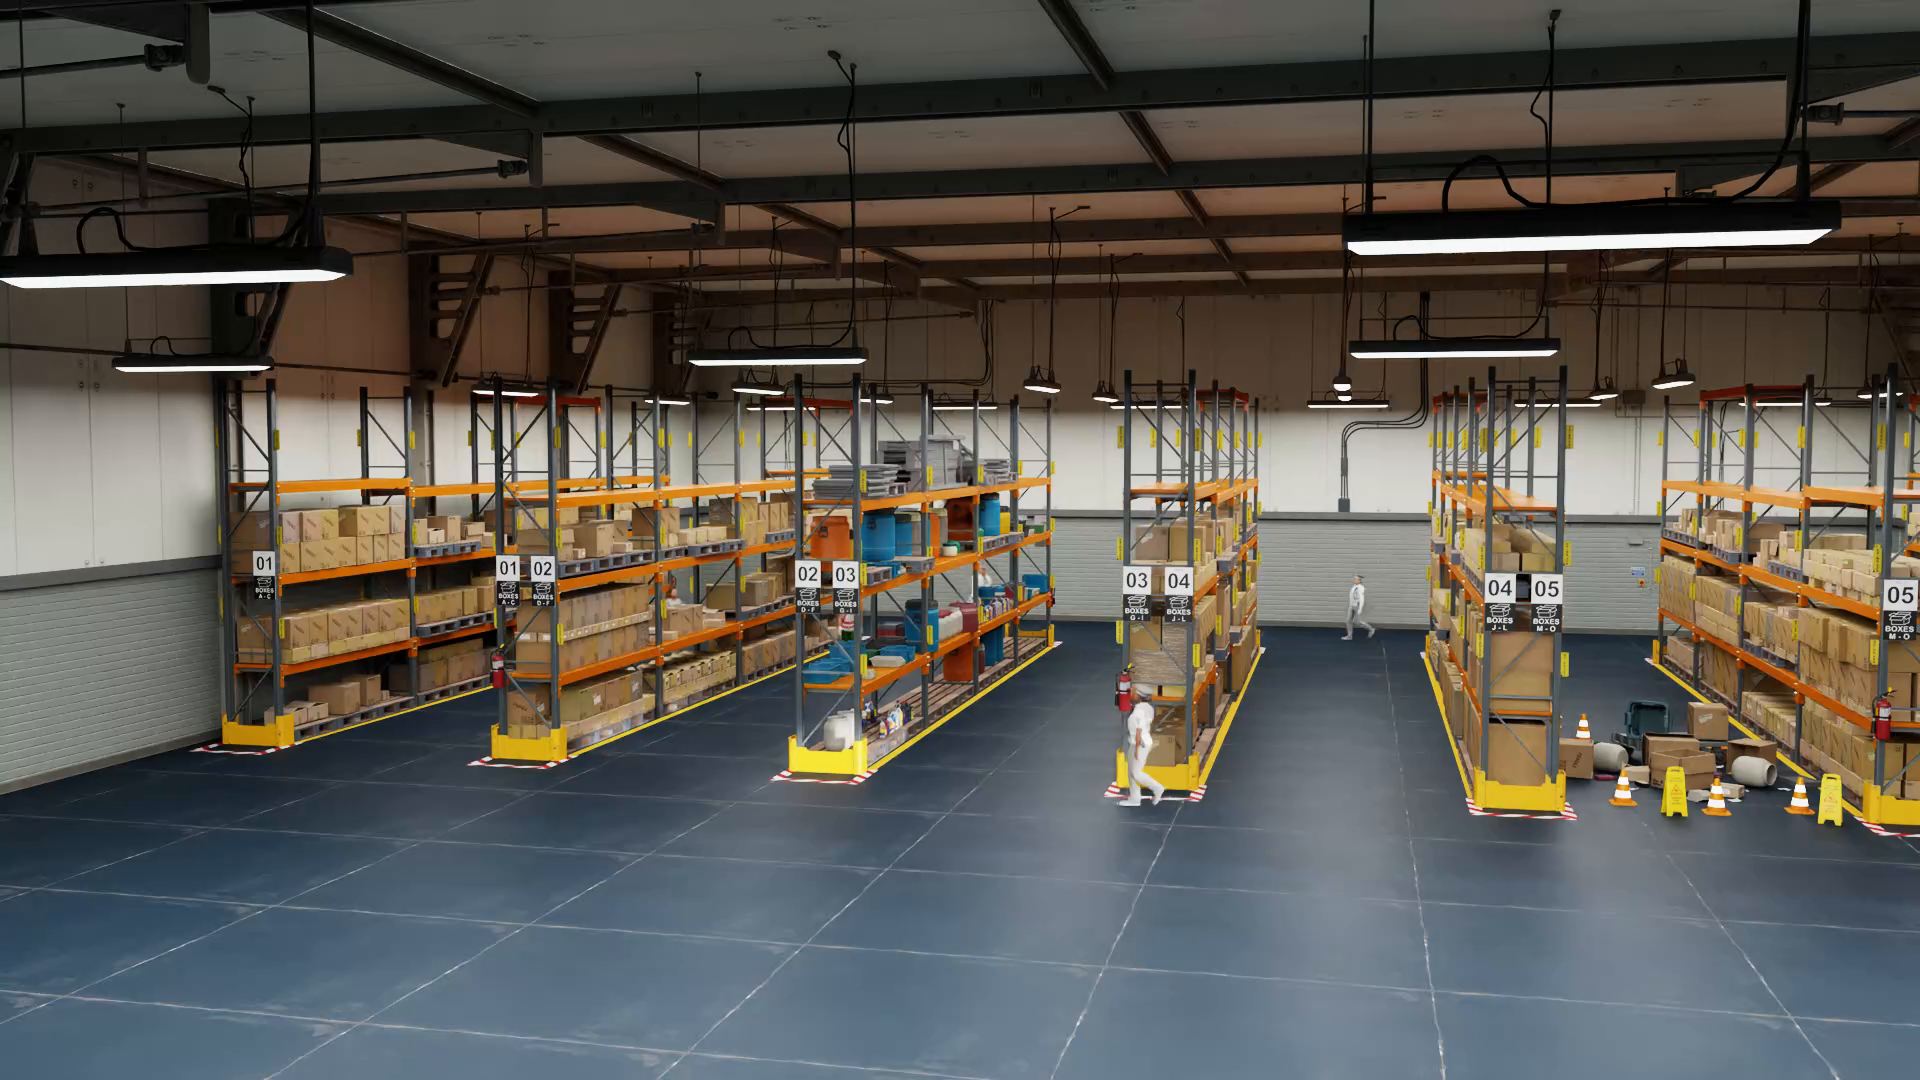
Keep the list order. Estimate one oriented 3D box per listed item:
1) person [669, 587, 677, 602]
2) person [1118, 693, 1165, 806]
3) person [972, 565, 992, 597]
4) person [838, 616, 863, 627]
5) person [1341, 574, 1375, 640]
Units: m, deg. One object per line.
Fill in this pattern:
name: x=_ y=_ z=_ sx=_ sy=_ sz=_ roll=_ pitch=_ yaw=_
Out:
person: x=-6.602 y=1.566 z=38.187 sx=0.361 sy=0.966 sz=0.601 roll=1 pitch=3 yaw=9
person: x=2.466 y=2.813 z=22.603 sx=0.554 sy=1.643 sz=0.441 roll=-1 pitch=3 yaw=-11
person: x=0.566 y=1.515 z=43.494 sx=0.656 sy=1.739 sz=0.892 roll=-3 pitch=5 yaw=-43
person: x=-2.381 y=1.523 z=35.800 sx=0.487 sy=0.882 sz=0.513 roll=1 pitch=4 yaw=12
person: x=9.940 y=1.668 z=41.532 sx=0.817 sy=1.650 sz=0.380 roll=-1 pitch=4 yaw=-16
